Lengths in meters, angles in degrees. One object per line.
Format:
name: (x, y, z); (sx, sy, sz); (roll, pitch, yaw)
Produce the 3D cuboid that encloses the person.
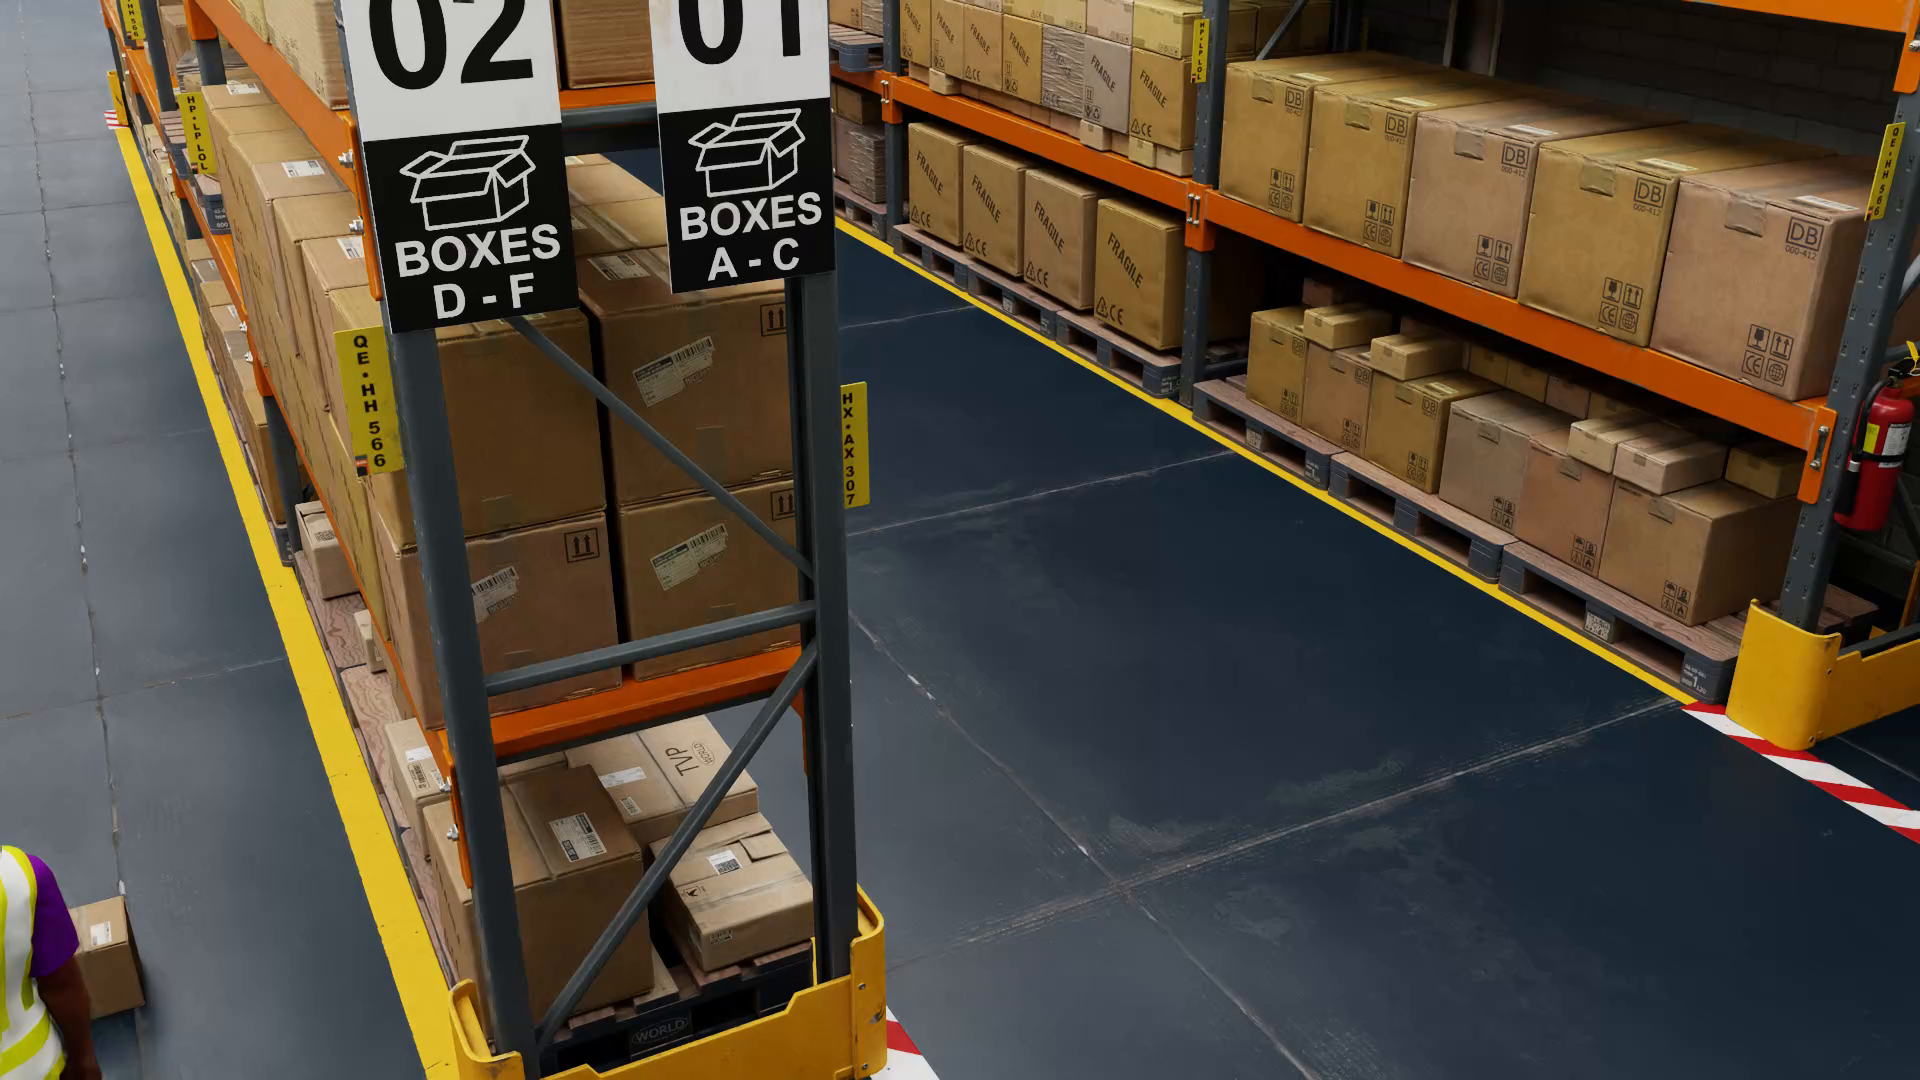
person: (-2.113, 1.212, 3.526); (0.784, 1.746, 0.592); (17, 30, 32)
